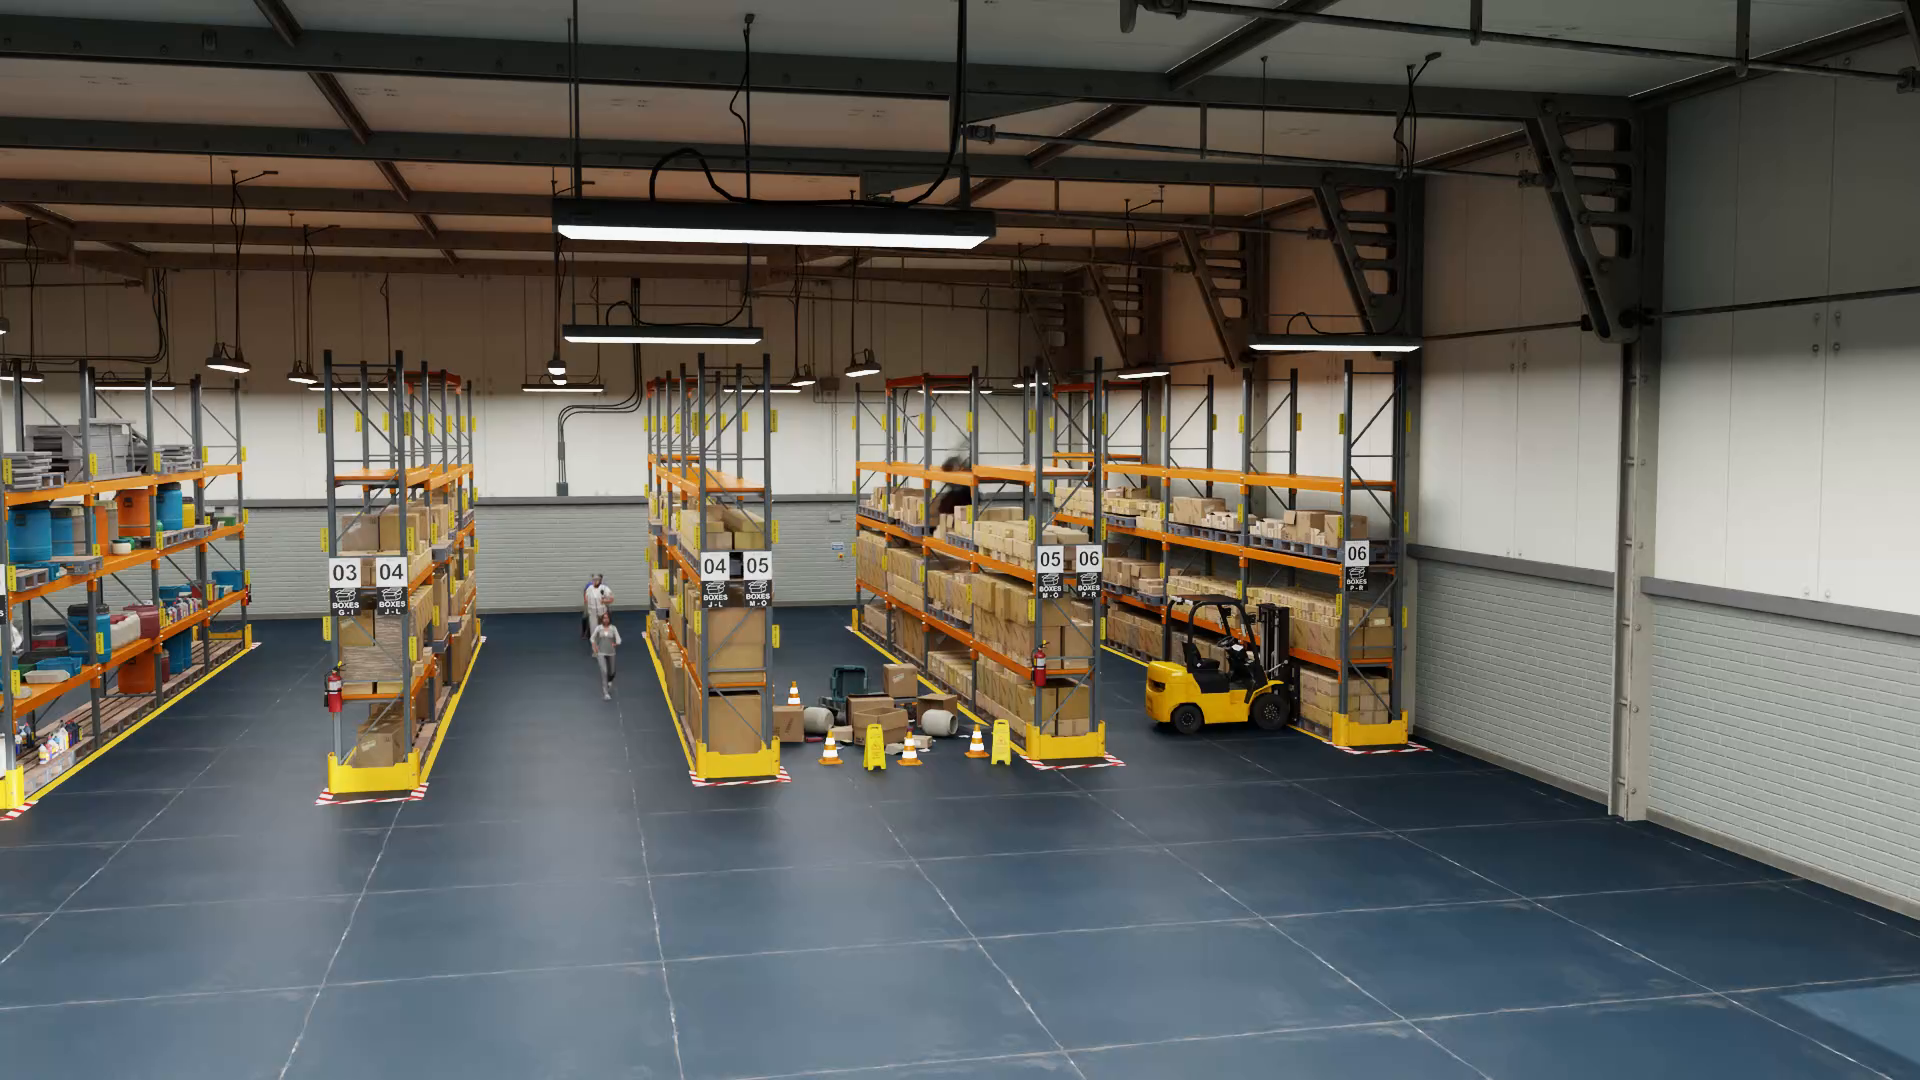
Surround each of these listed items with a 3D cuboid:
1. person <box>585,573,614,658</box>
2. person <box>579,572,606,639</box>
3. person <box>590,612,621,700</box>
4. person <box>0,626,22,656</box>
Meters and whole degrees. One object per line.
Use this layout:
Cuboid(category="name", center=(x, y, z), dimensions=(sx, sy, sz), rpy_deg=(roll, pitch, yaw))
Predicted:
Cuboid(category="person", center=(-7.822, 1.611, 36.061), dimensions=(0.641, 1.811, 0.912), rpy_deg=(0, 4, -7))
Cuboid(category="person", center=(-8.516, 1.521, 38.604), dimensions=(0.664, 1.572, 0.648), rpy_deg=(0, 4, 0))
Cuboid(category="person", center=(-6.473, 2.105, 30.396), dimensions=(0.547, 1.560, 0.767), rpy_deg=(-1, 4, -18))
Cuboid(category="person", center=(-17.282, 2.086, 30.036), dimensions=(0.606, 1.654, 0.599), rpy_deg=(-2, 4, -21))
